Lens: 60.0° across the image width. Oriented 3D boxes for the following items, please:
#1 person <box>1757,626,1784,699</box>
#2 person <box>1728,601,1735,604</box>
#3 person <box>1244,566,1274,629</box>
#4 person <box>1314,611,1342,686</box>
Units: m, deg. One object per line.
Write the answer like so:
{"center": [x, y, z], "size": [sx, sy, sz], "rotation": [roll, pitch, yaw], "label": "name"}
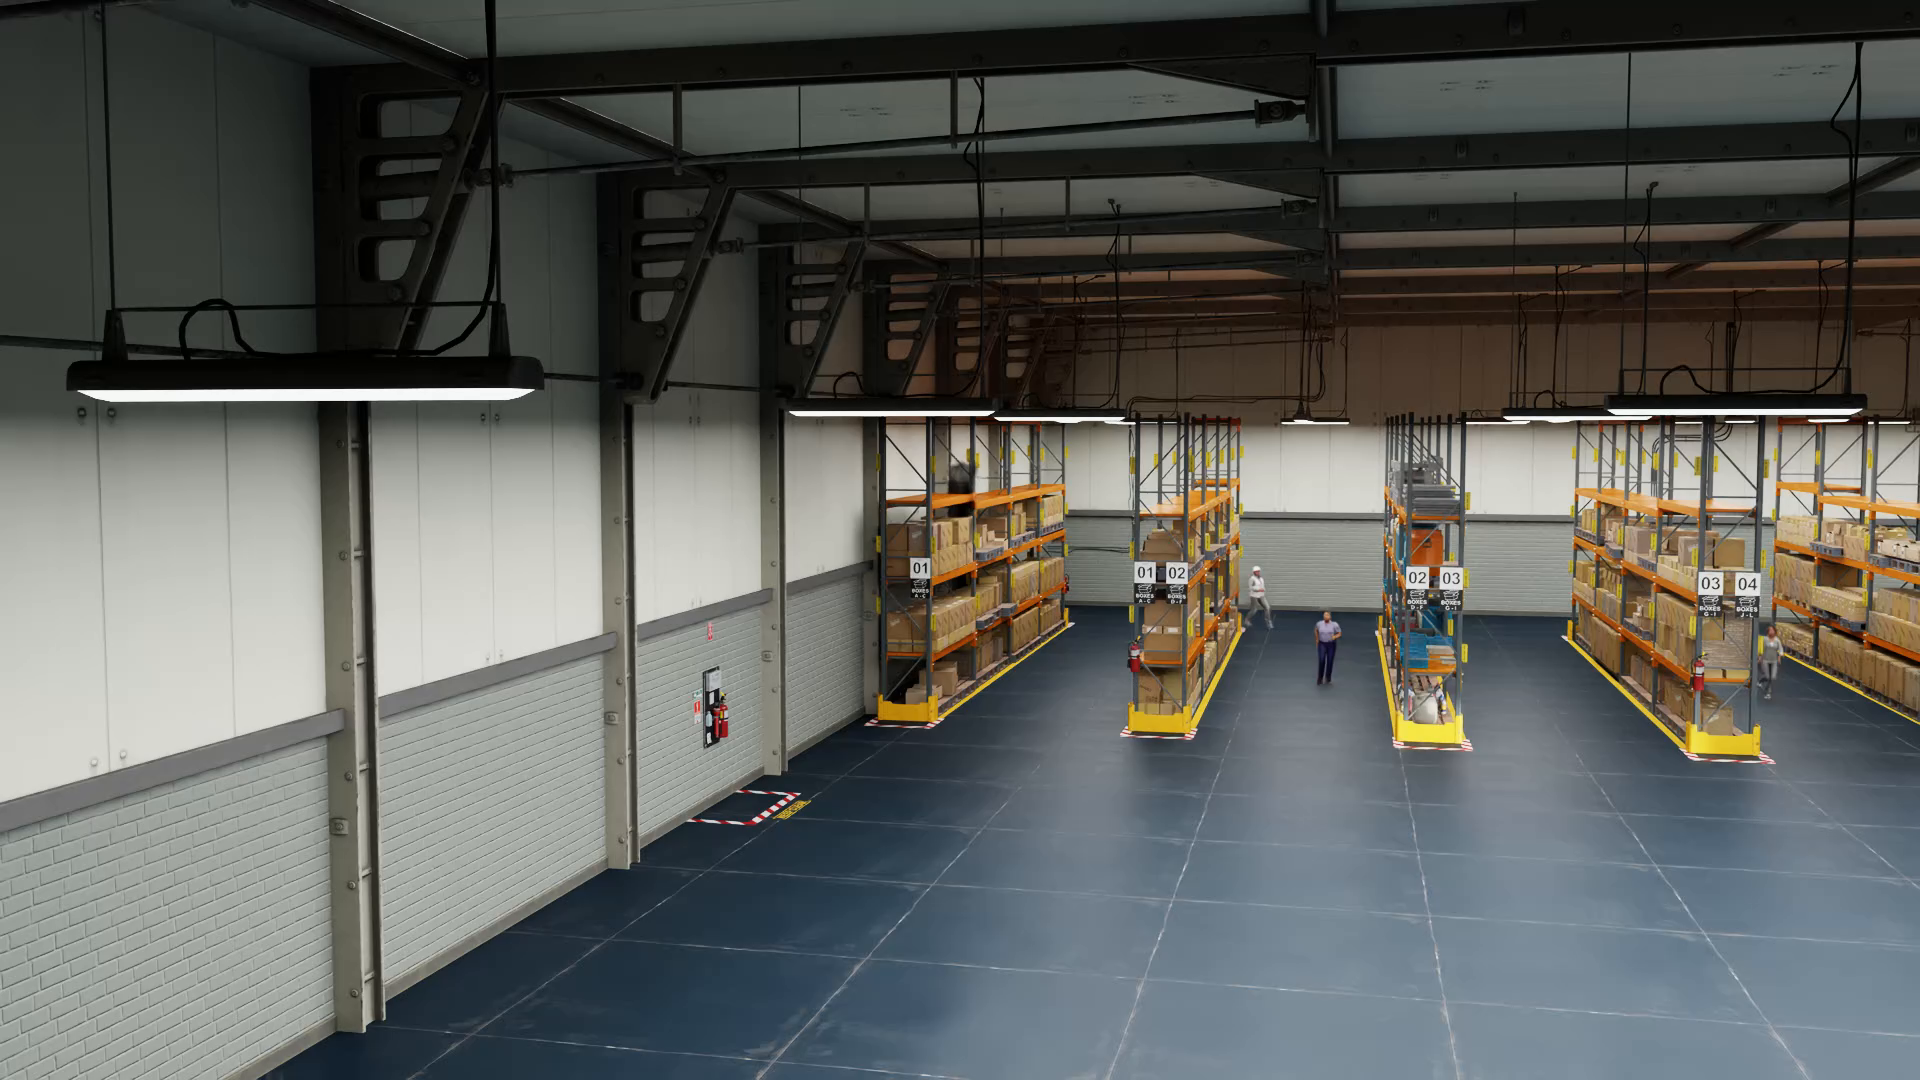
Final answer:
{"center": [17.079, 2.575, 35.073], "size": [0.541, 1.546, 0.562], "rotation": [1, 4, 12], "label": "person"}
{"center": [19.691, 2.001, 42.571], "size": [0.715, 1.719, 0.643], "rotation": [0, 4, 0], "label": "person"}
{"center": [8.484, 1.638, 47.407], "size": [0.668, 1.805, 0.868], "rotation": [-3, 5, -39], "label": "person"}
{"center": [8.192, 2.410, 37.033], "size": [0.586, 1.683, 0.725], "rotation": [1, 4, 9], "label": "person"}
